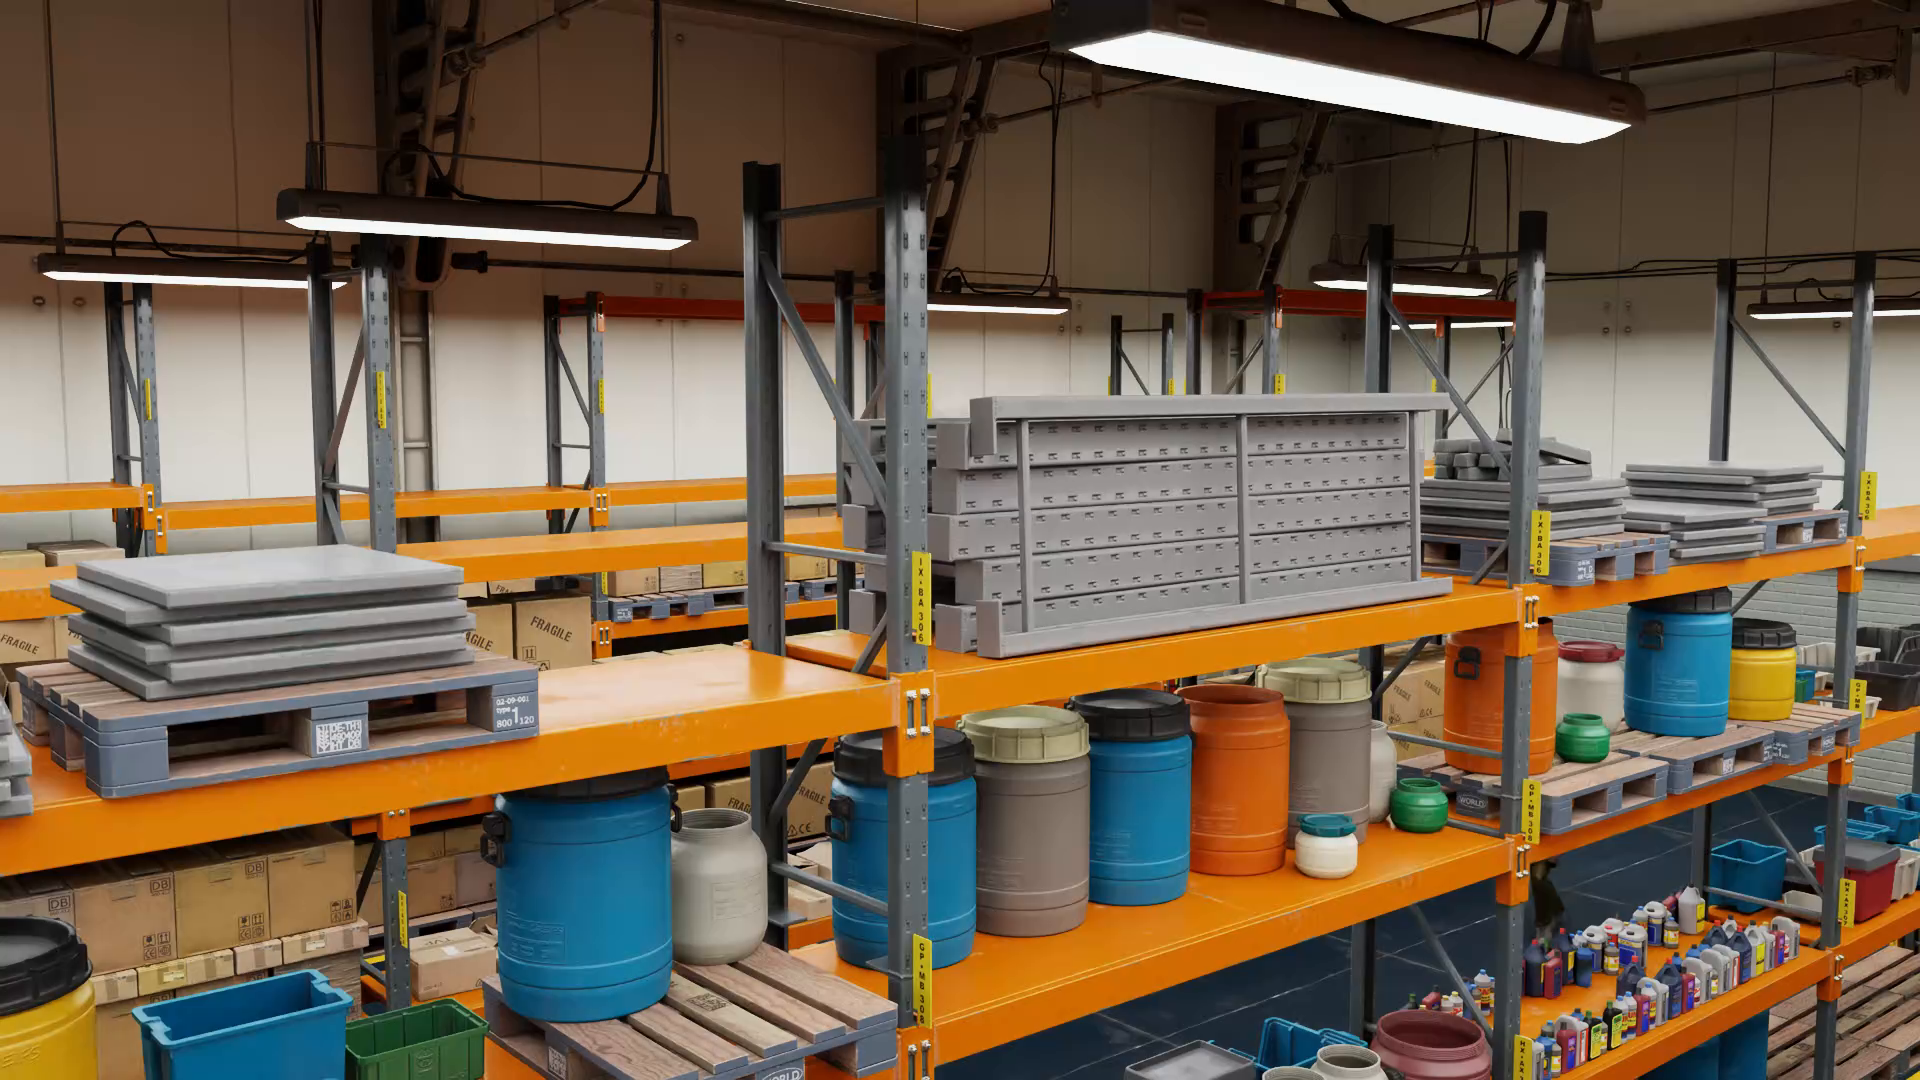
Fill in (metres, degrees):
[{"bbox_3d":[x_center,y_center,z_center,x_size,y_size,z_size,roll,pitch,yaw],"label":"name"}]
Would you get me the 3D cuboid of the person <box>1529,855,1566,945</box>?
[{"bbox_3d":[5.394,2.908,15.512,0.735,1.655,0.695,5,8,44],"label":"person"}]
